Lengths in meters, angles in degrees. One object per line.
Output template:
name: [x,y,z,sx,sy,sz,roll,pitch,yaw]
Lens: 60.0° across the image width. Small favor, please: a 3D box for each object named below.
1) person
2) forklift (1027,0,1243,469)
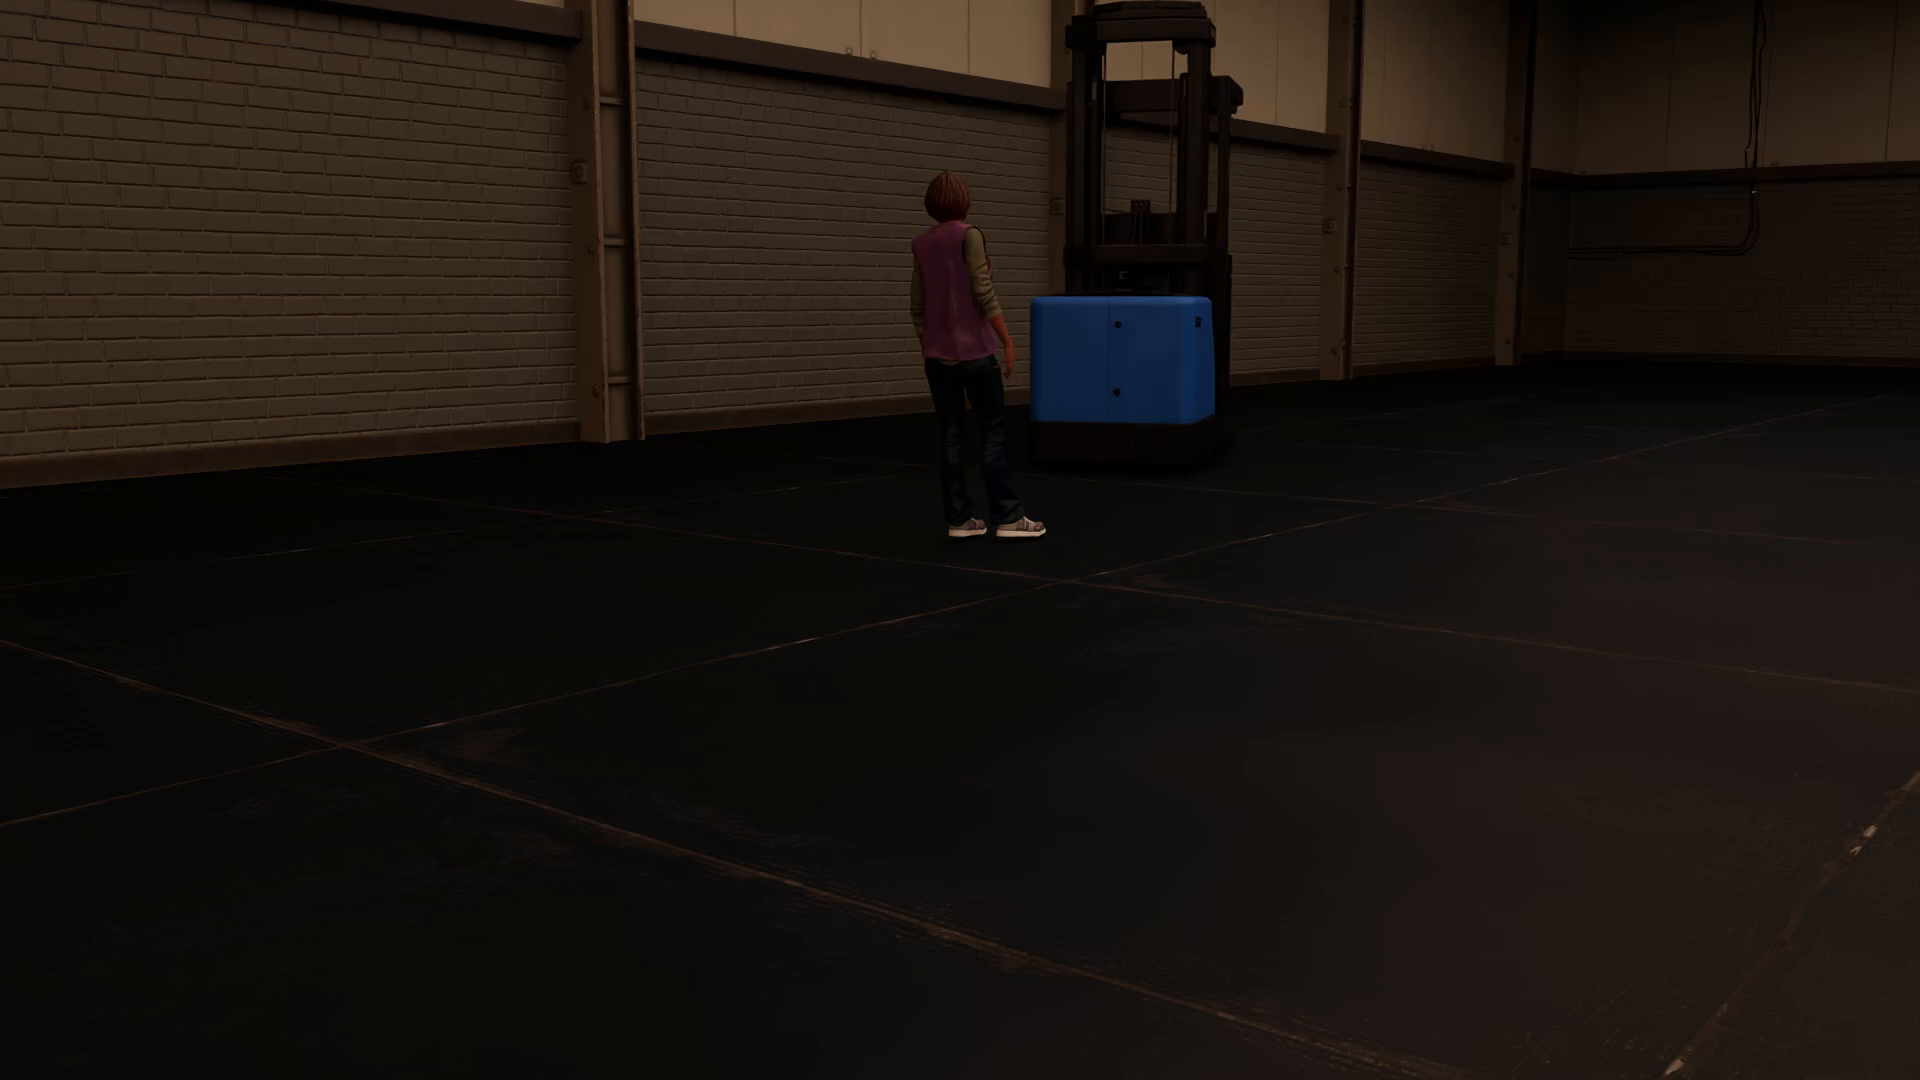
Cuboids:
person: [0.059,-0.805,7.338,0.520,1.599,0.469,7,11,38]
forklift: [1.319,-2.065,11.394,1.130,2.935,3.031,2,9,16]
